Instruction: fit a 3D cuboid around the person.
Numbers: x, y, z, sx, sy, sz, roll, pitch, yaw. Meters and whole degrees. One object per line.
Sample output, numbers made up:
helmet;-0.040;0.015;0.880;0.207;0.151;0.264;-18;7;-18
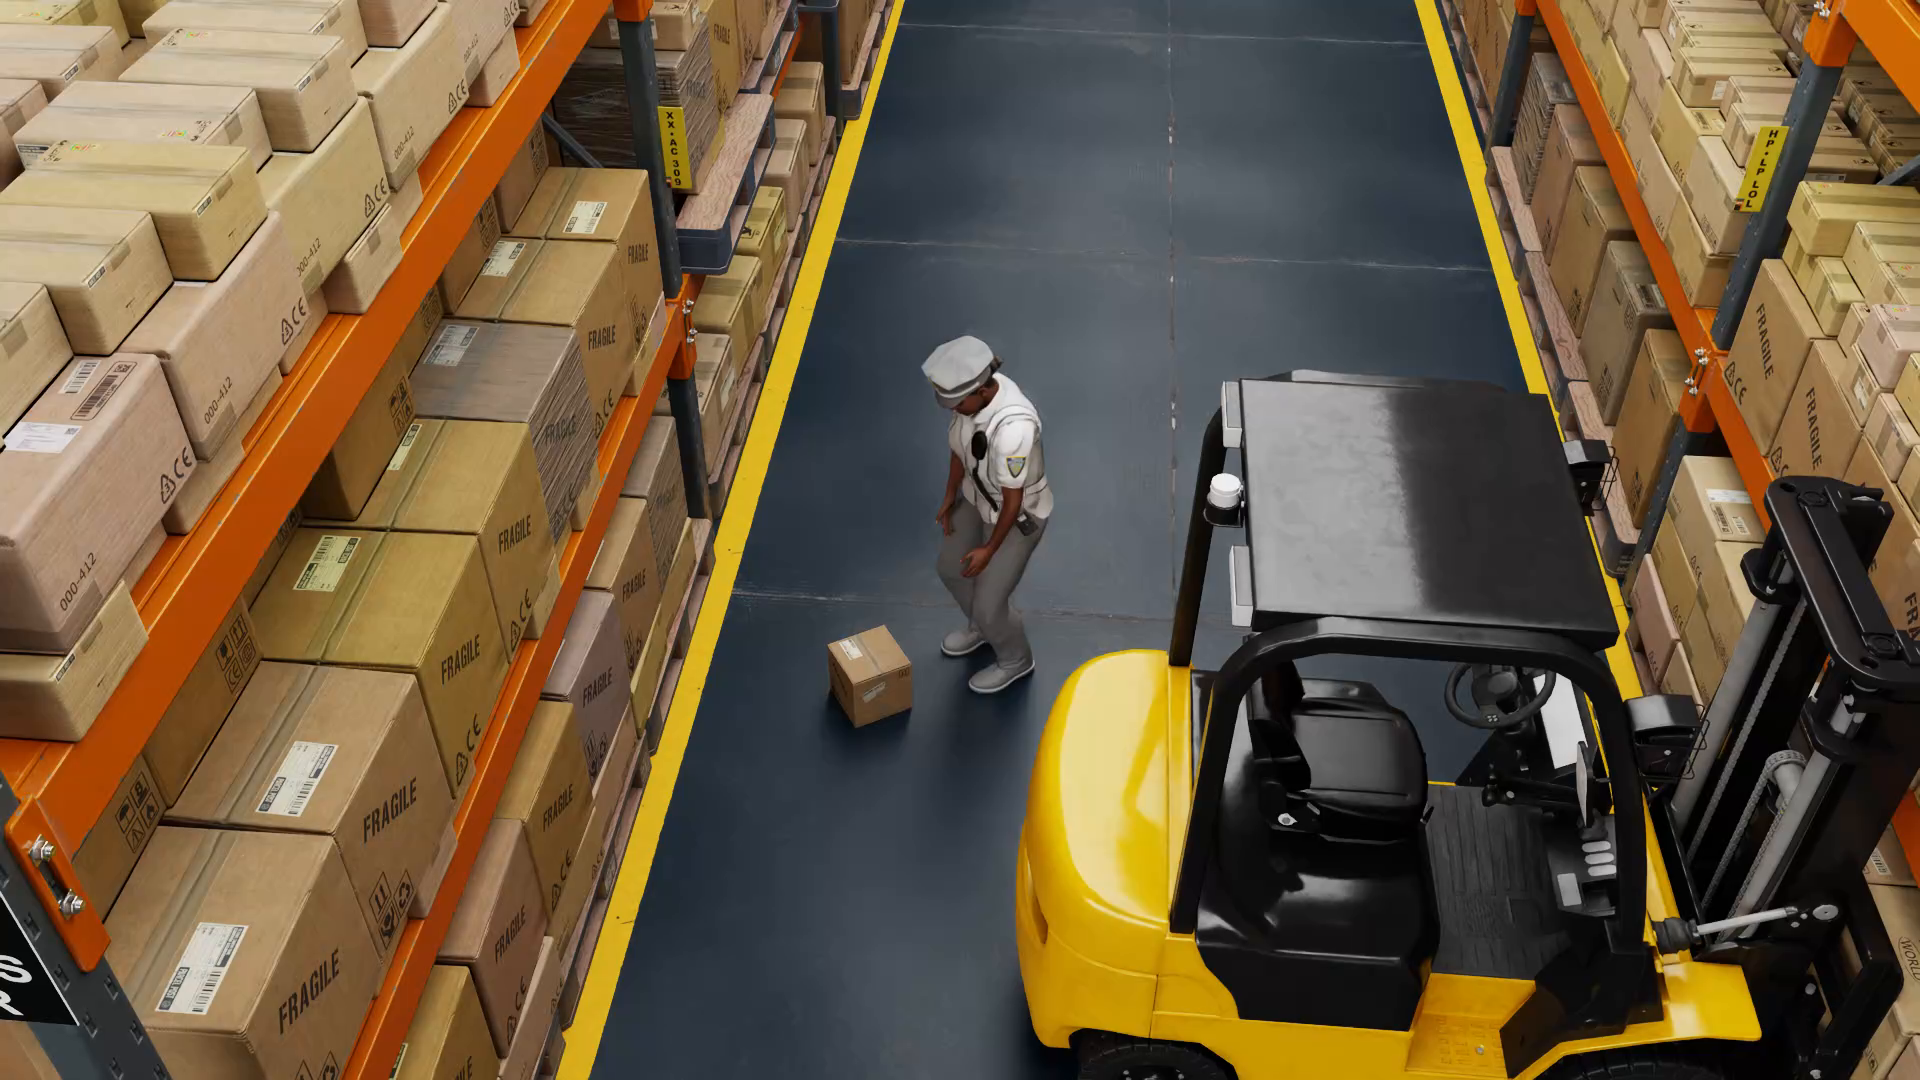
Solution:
person;0.108;-0.084;6.322;0.500;1.592;0.469;-17;43;-19
